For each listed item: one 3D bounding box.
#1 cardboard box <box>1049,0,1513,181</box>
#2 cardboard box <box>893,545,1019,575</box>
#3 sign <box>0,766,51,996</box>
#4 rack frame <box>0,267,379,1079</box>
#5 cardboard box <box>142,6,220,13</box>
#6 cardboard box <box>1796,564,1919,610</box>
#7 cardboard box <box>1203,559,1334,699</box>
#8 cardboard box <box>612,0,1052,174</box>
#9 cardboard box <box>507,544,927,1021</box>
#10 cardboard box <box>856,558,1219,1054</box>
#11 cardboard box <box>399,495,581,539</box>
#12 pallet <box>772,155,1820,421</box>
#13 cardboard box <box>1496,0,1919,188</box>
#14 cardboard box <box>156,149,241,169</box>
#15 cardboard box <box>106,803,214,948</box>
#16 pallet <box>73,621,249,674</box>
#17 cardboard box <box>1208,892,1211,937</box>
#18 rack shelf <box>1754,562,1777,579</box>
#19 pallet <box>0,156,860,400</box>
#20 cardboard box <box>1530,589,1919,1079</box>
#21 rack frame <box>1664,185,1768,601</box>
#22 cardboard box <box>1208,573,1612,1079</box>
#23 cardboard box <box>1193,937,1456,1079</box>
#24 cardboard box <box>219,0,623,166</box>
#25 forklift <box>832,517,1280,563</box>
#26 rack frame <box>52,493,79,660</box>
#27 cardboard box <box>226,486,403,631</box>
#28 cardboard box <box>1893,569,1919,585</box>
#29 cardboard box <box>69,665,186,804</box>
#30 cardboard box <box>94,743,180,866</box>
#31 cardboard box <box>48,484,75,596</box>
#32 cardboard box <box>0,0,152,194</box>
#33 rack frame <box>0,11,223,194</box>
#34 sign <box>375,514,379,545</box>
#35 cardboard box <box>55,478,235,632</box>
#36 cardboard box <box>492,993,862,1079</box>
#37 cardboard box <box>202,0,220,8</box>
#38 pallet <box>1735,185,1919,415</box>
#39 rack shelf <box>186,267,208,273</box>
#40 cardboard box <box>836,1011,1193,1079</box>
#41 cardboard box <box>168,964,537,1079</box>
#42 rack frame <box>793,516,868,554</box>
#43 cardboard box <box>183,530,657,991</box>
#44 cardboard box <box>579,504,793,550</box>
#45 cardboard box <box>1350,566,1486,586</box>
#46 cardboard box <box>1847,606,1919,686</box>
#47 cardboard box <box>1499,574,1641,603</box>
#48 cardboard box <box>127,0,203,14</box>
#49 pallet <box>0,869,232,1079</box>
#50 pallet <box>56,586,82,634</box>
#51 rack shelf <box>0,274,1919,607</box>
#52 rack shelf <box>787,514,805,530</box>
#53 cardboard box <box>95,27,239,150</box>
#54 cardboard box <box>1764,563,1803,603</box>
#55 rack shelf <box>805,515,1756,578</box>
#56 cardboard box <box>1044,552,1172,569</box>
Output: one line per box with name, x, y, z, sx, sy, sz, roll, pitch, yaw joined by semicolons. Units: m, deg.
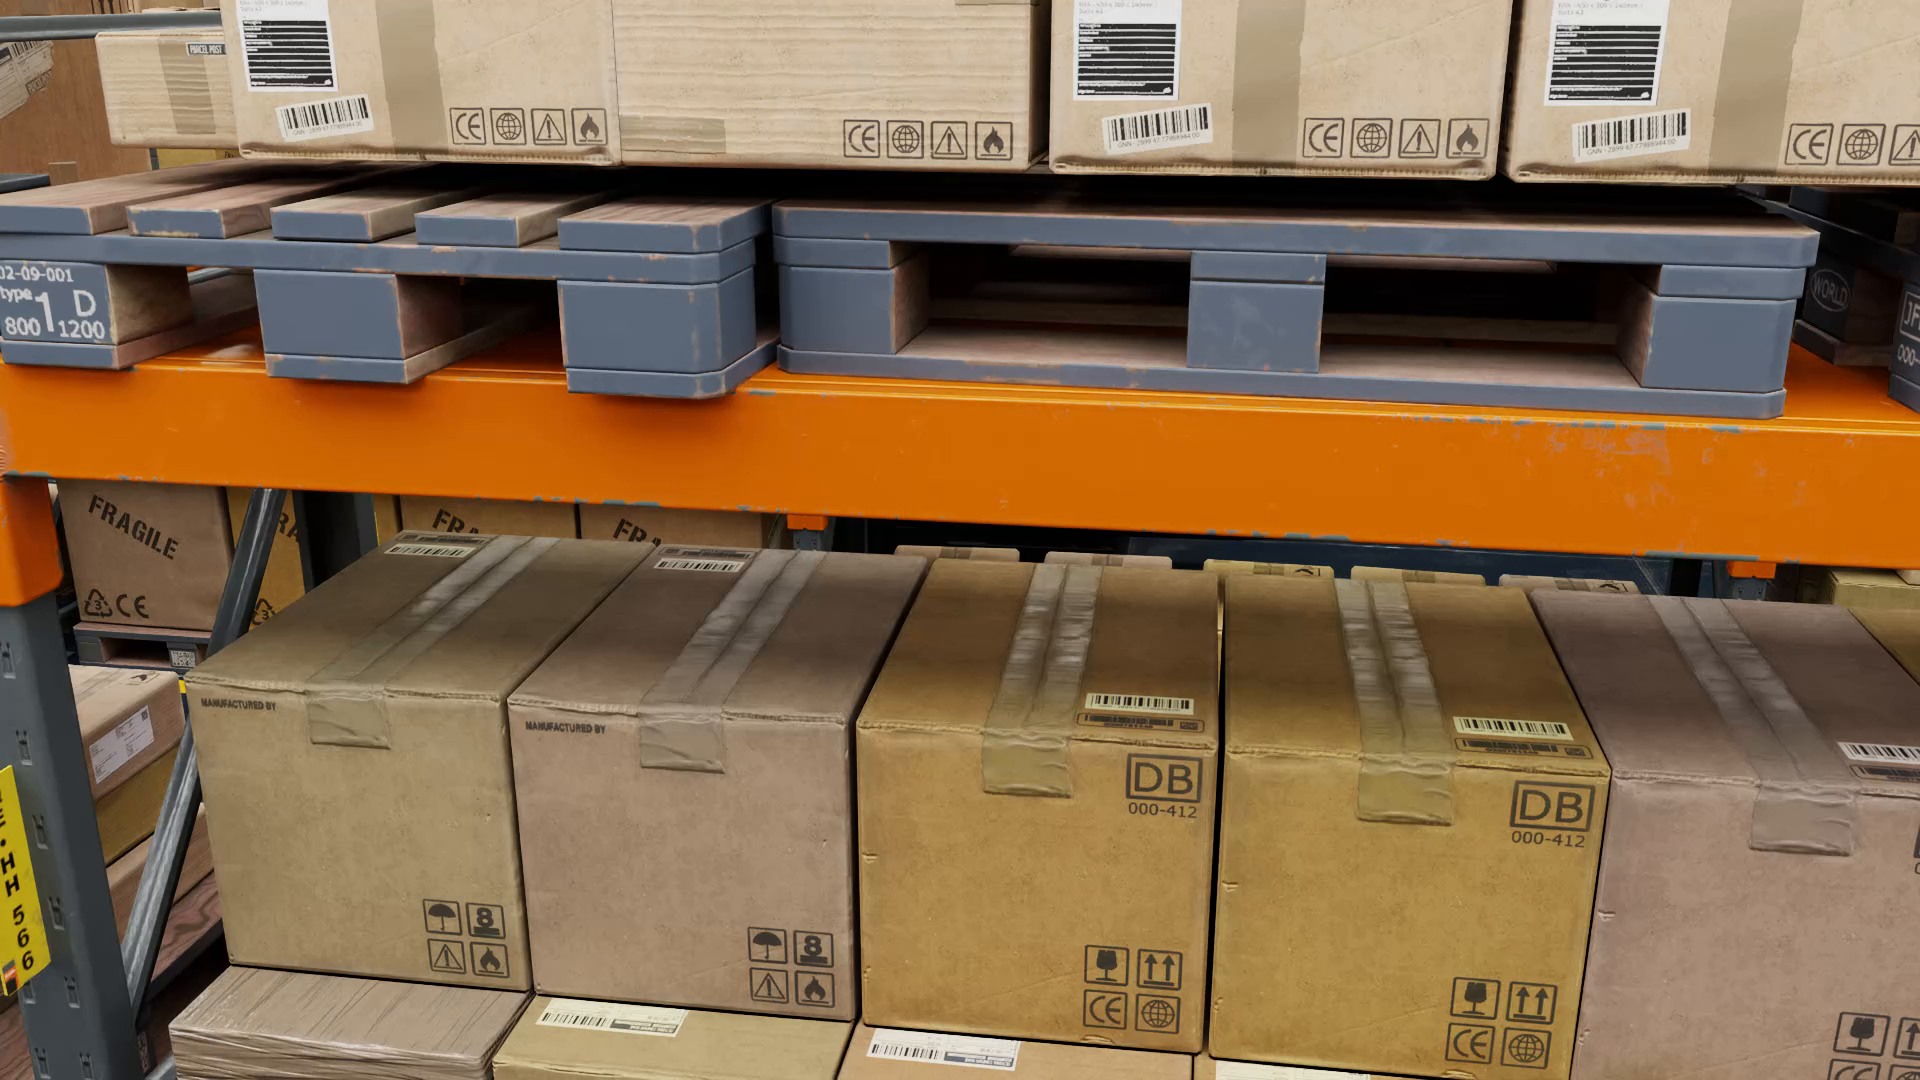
cardboard box;0.385;-0.637;2.073;0.500;0.311;0.500;3;19;8
cardboard box;-0.055;0.356;7.991;0.625;0.372;0.950;2;19;5
sign;-1.373;0.492;2.404;0.005;0.325;0.100;3;19;9
rack frame;-1.296;0.833;3.085;0.127;3.000;1.000;3;19;9
cardboard box;-3.367;-2.261;7.313;0.250;0.166;0.380;2;19;5
cardboard box;3.878;0.342;7.042;0.500;0.500;0.500;4;19;11
cardboard box;1.423;0.431;7.768;0.625;0.372;0.950;4;19;10
cardboard box;-0.122;-0.634;2.160;0.500;0.250;0.500;3;19;10
cardboard box;-0.355;0.363;2.759;0.500;0.500;0.700;3;19;8
cardboard box;0.152;0.388;2.683;0.500;0.500;0.700;3;19;8
cardboard box;-2.160;-0.021;8.325;0.875;0.875;0.875;3;19;9
pallet;0.452;-0.428;2.426;1.213;0.211;1.003;4;19;11
cardboard box;0.887;-0.611;1.996;0.500;0.311;0.500;2;19;7
cardboard box;-5.840;-2.923;12.898;0.500;0.500;0.500;3;19;10
cardboard box;-1.706;0.668;3.314;0.250;0.149;0.380;3;19;8
pallet;-3.787;0.414;8.733;1.213;0.211;1.003;3;19;9
cardboard box;0.683;0.800;3.028;0.500;0.500;0.500;3;19;10
rack shelf;5.313;-0.079;6.946;4.000;0.370;1.077;3;19;9
pallet;-0.652;-0.484;2.592;1.003;0.211;1.213;4;19;11
cardboard box;1.155;0.439;2.530;0.500;0.500;0.700;3;19;9
rack frame;3.338;-0.521;7.133;0.127;3.000;1.000;3;19;9
cardboard box;0.656;0.413;2.607;0.500;0.500;0.700;3;19;8
cardboard box;0.596;0.969;2.521;0.500;0.500;0.500;3;19;8
cardboard box;-0.617;-0.688;2.226;0.500;0.311;0.500;3;19;9
forklift;0.618;-1.366;9.768;3.031;2.935;1.130;2;19;6
rack frame;-4.560;-0.924;8.336;0.127;3.000;1.000;3;19;9
cardboard box;-3.042;-0.066;8.460;0.875;0.875;0.875;3;19;10
cardboard box;3.992;0.060;6.864;0.250;0.149;0.380;3;19;9
cardboard box;-1.726;0.387;3.215;0.250;0.149;0.380;3;19;9
cardboard box;-1.742;0.525;3.271;0.250;0.149;0.380;4;19;11
cardboard box;-5.163;0.027;8.871;0.875;0.438;0.875;3;19;8
cardboard box;-1.818;-0.749;2.928;0.500;0.500;0.500;3;19;9
rack frame;-1.296;-2.011;2.133;0.127;3.000;1.000;3;19;9
sign;-1.212;0.110;3.421;0.005;0.325;0.100;3;19;9
cardboard box;-3.936;-0.109;8.589;0.875;0.875;0.875;4;19;10
cardboard box;-0.394;0.918;2.675;0.500;0.500;0.500;3;19;8
cardboard box;-3.657;-2.525;7.872;0.500;0.311;0.500;3;19;9
pallet;1.740;-0.328;2.129;1.217;0.209;0.805;2;19;6
rack shelf;-3.271;-0.349;3.024;4.000;0.370;1.077;3;19;9
cardboard box;0.104;0.943;2.598;0.500;0.500;0.500;3;19;9
cardboard box;-0.896;0.893;2.749;0.500;0.500;0.500;3;19;9
rack frame;-0.611;-0.722;7.735;0.127;3.000;1.000;3;19;9
cardboard box;-0.855;0.338;2.833;0.500;0.500;0.700;3;19;8
cardboard box;-1.280;0.025;8.187;0.875;0.875;0.875;3;19;8
cardboard box;2.110;0.465;7.665;0.625;0.372;0.950;4;19;12
cardboard box;1.654;0.465;2.453;0.500;0.500;0.700;3;19;8
cardboard box;2.820;0.500;7.560;0.625;0.372;0.950;3;19;9
cardboard box;-3.736;-2.458;7.374;0.500;0.500;0.500;3;19;8
pallet;-2.017;0.922;3.123;1.003;0.211;1.213;3;19;9
pallet;-5.299;0.336;8.967;1.213;0.211;1.003;3;19;9
rack shelf;0.678;-0.147;2.422;4.000;0.370;1.077;3;19;9
rack shelf;-2.586;-0.482;8.150;4.000;0.370;1.077;3;19;9
cardboard box;-0.992;-0.650;2.366;0.250;0.149;0.380;2;19;6
cardboard box;3.965;0.174;7.546;0.500;0.500;0.500;3;19;8
rack shelf;1.364;-0.281;7.548;4.000;0.370;1.077;3;19;9
cardboard box;0.675;0.391;7.887;0.625;0.372;0.950;3;19;8
